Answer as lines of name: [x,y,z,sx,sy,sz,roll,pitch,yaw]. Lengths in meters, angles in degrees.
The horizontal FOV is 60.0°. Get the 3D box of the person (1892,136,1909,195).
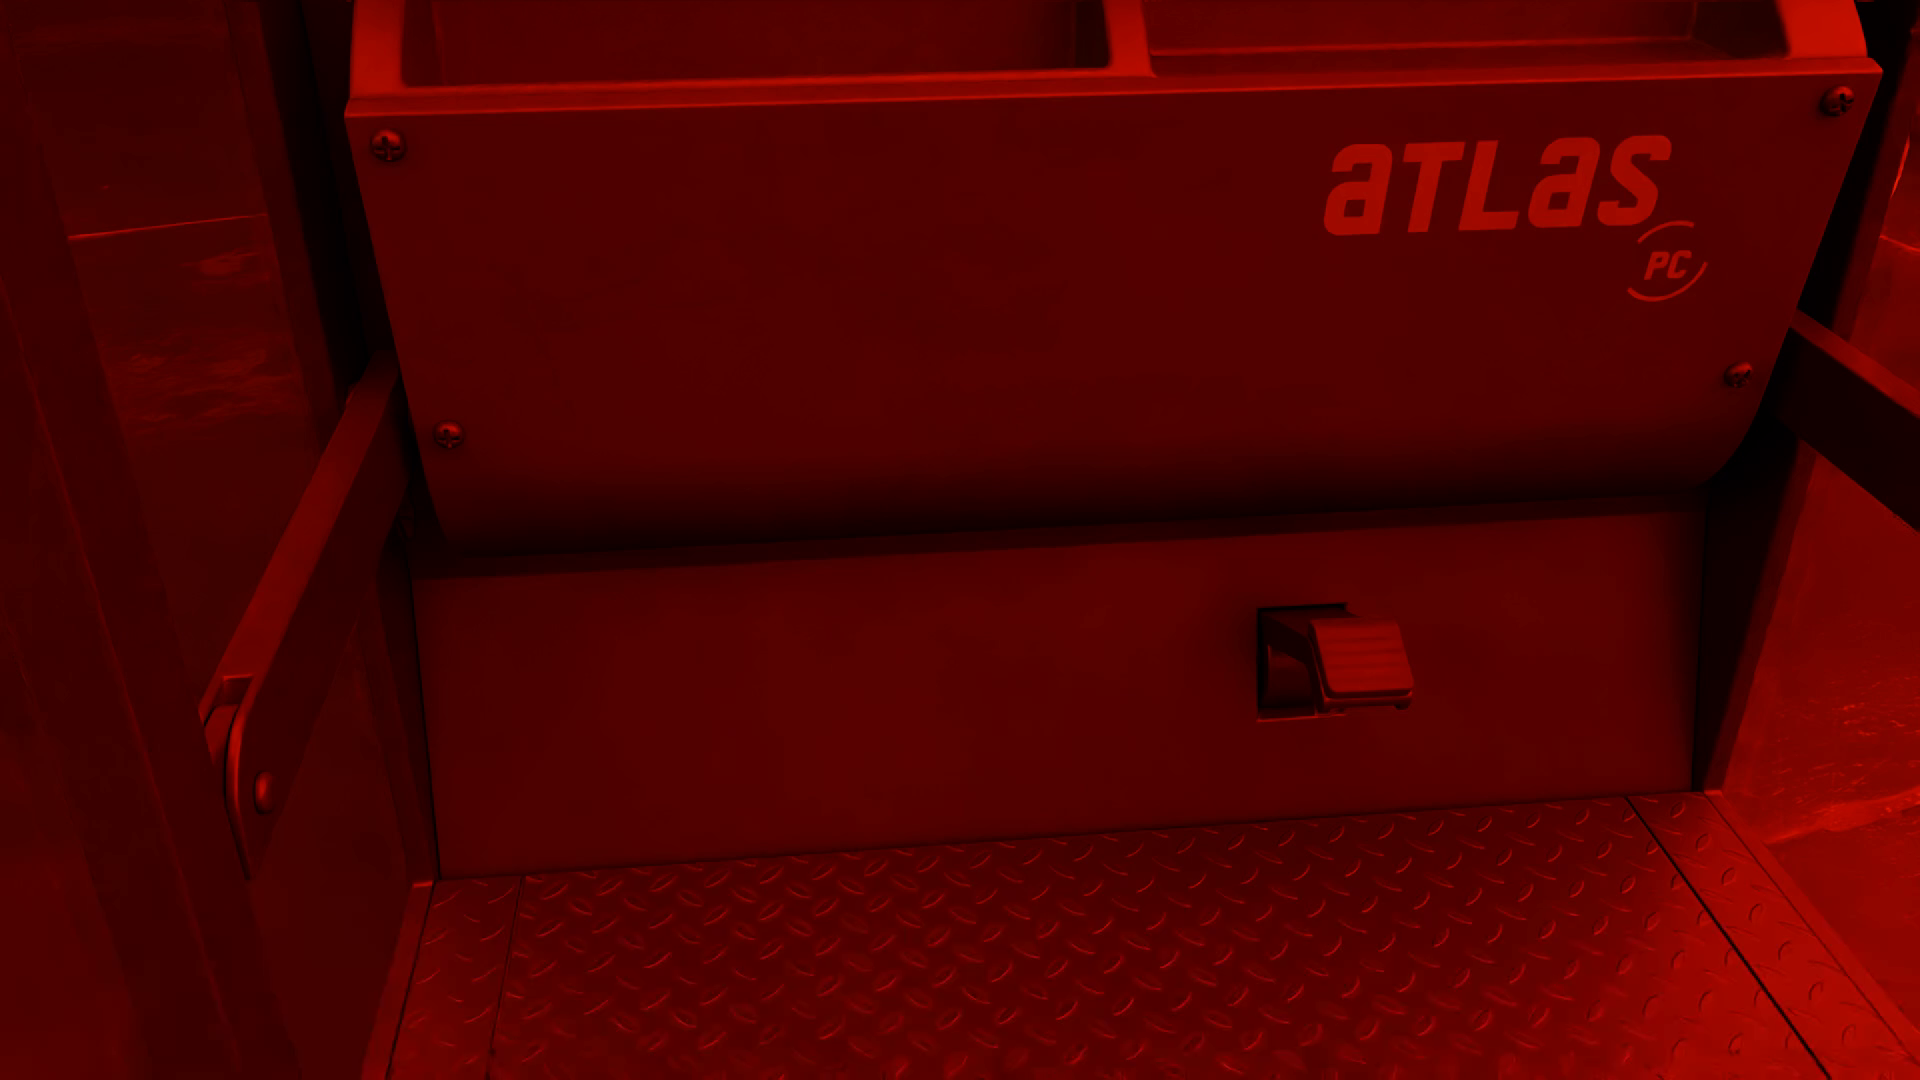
person: [1.128,-0.808,2.548,0.892,1.441,0.611,-17,34,-28]

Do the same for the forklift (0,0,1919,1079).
forklift: [0.129,-0.622,0.631,1.130,2.935,3.031,-3,30,-5]
